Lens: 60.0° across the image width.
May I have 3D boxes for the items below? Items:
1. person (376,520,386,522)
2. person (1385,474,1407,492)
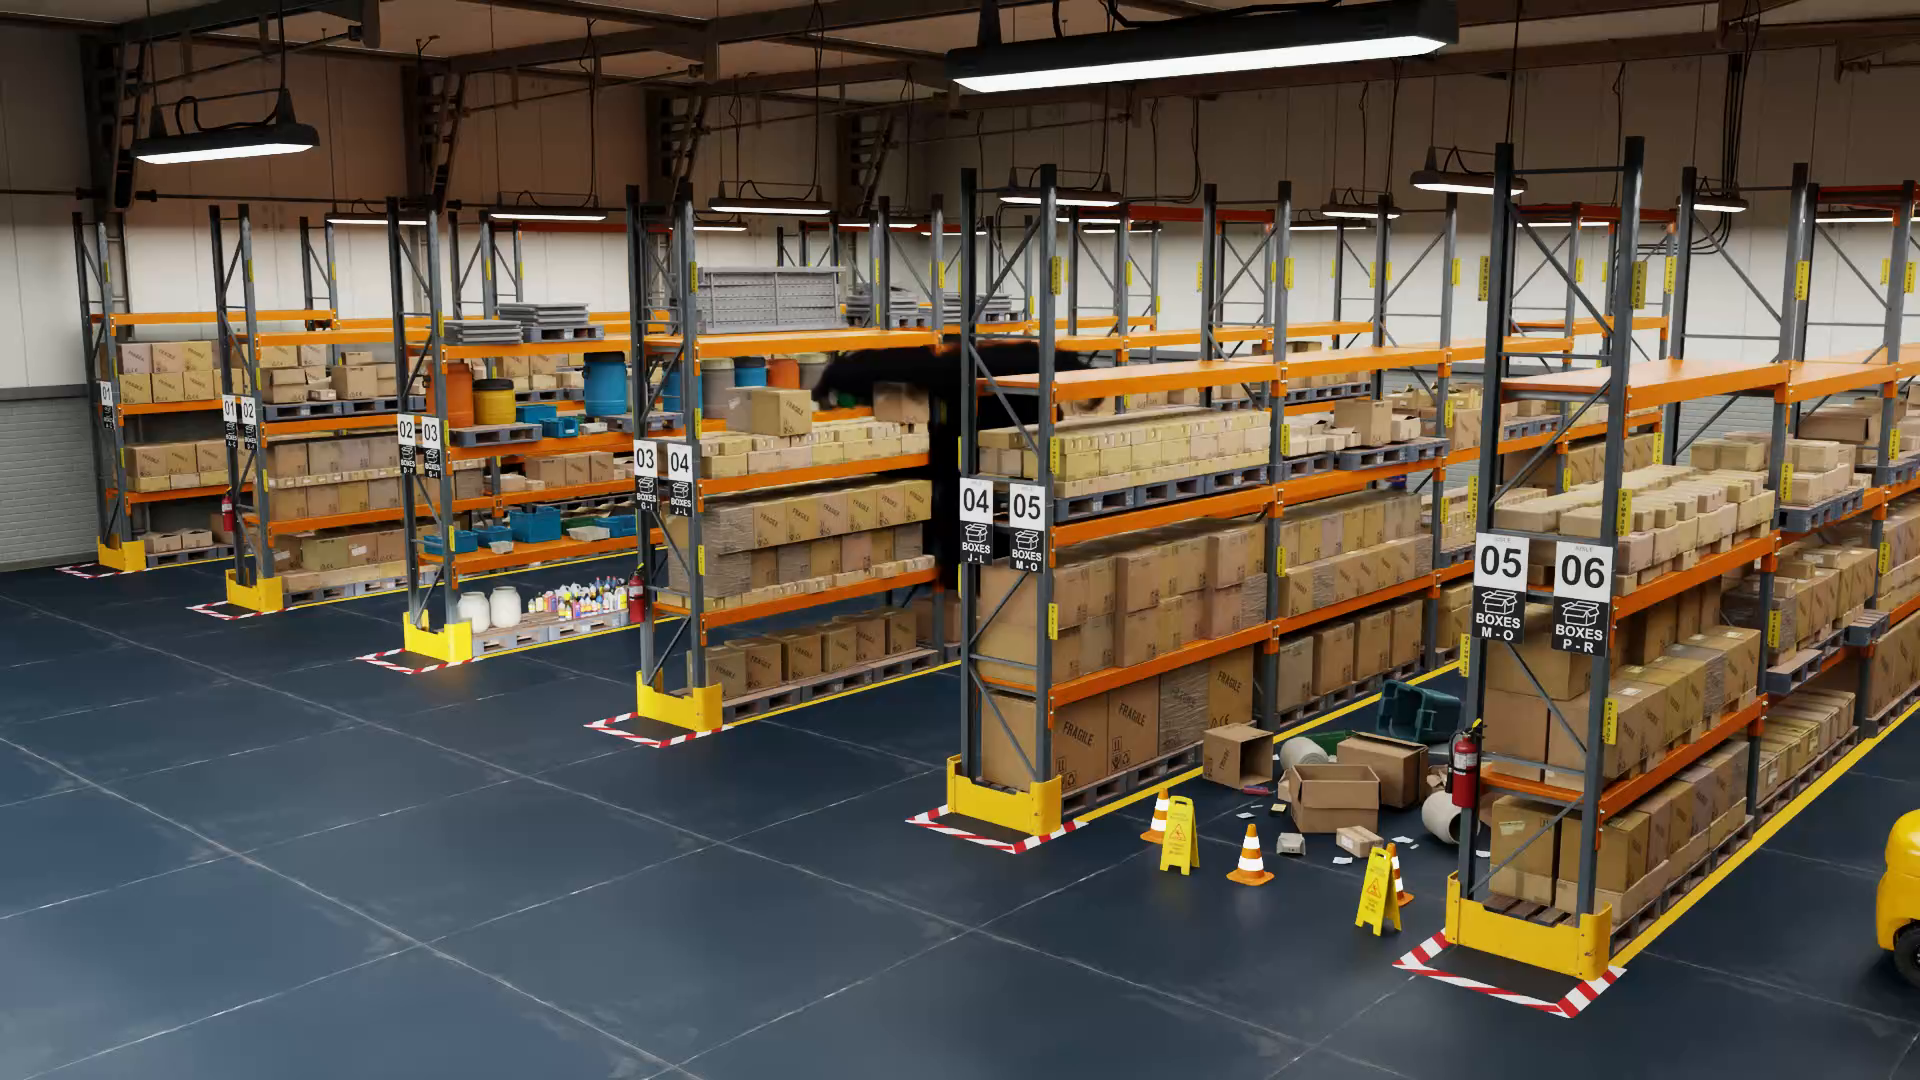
[{"bbox_3d":[-10.251,-0.576,29.651,0.547,1.737,0.813,7,12,35],"label":"person"},{"bbox_3d":[8.237,-0.820,31.446,0.560,1.601,0.862,-2,10,-12],"label":"person"}]
